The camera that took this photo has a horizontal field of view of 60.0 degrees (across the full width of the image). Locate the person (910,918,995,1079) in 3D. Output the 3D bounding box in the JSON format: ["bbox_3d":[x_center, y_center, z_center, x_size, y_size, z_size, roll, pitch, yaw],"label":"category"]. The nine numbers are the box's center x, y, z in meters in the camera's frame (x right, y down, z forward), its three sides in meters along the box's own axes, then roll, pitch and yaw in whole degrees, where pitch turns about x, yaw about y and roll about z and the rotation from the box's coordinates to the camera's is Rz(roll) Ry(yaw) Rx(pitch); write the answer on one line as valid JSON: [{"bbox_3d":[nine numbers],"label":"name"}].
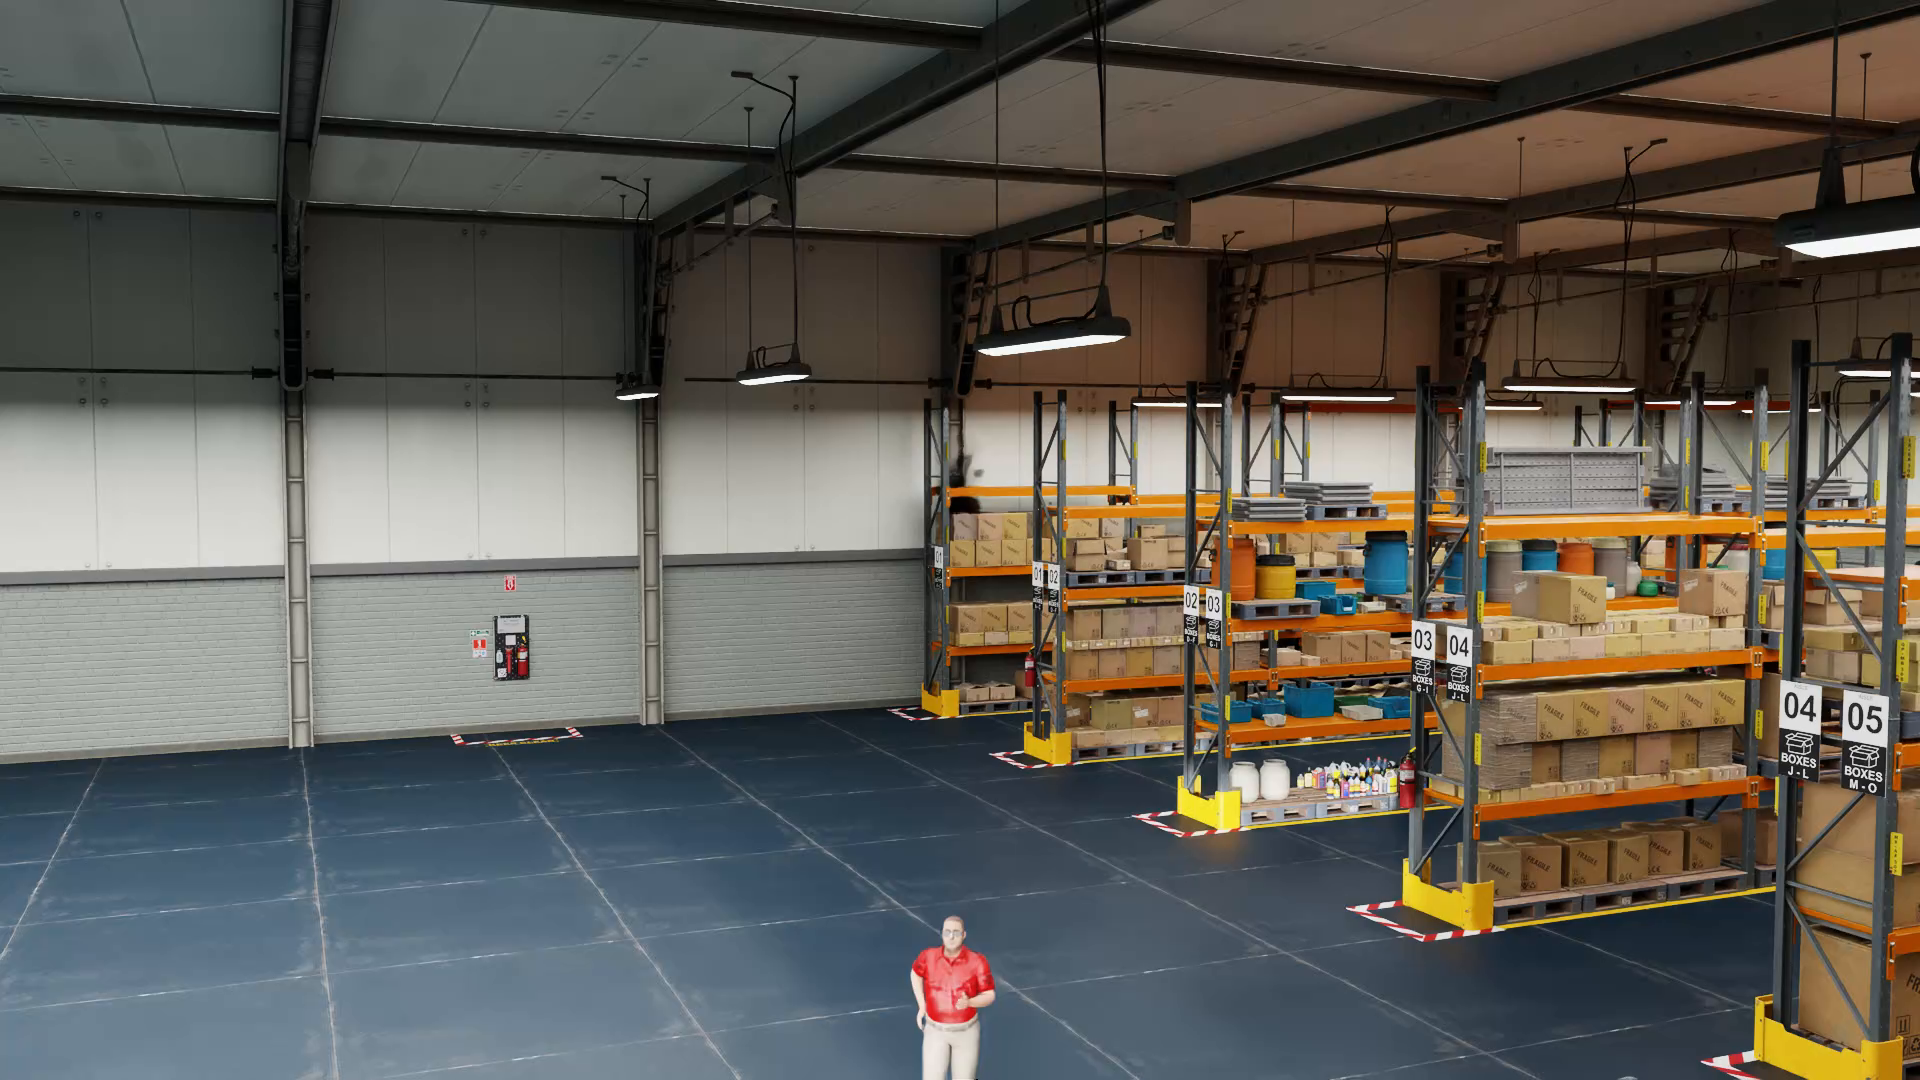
[{"bbox_3d":[-0.068,3.602,11.927,0.642,1.789,0.763,0,3,5],"label":"person"}]
